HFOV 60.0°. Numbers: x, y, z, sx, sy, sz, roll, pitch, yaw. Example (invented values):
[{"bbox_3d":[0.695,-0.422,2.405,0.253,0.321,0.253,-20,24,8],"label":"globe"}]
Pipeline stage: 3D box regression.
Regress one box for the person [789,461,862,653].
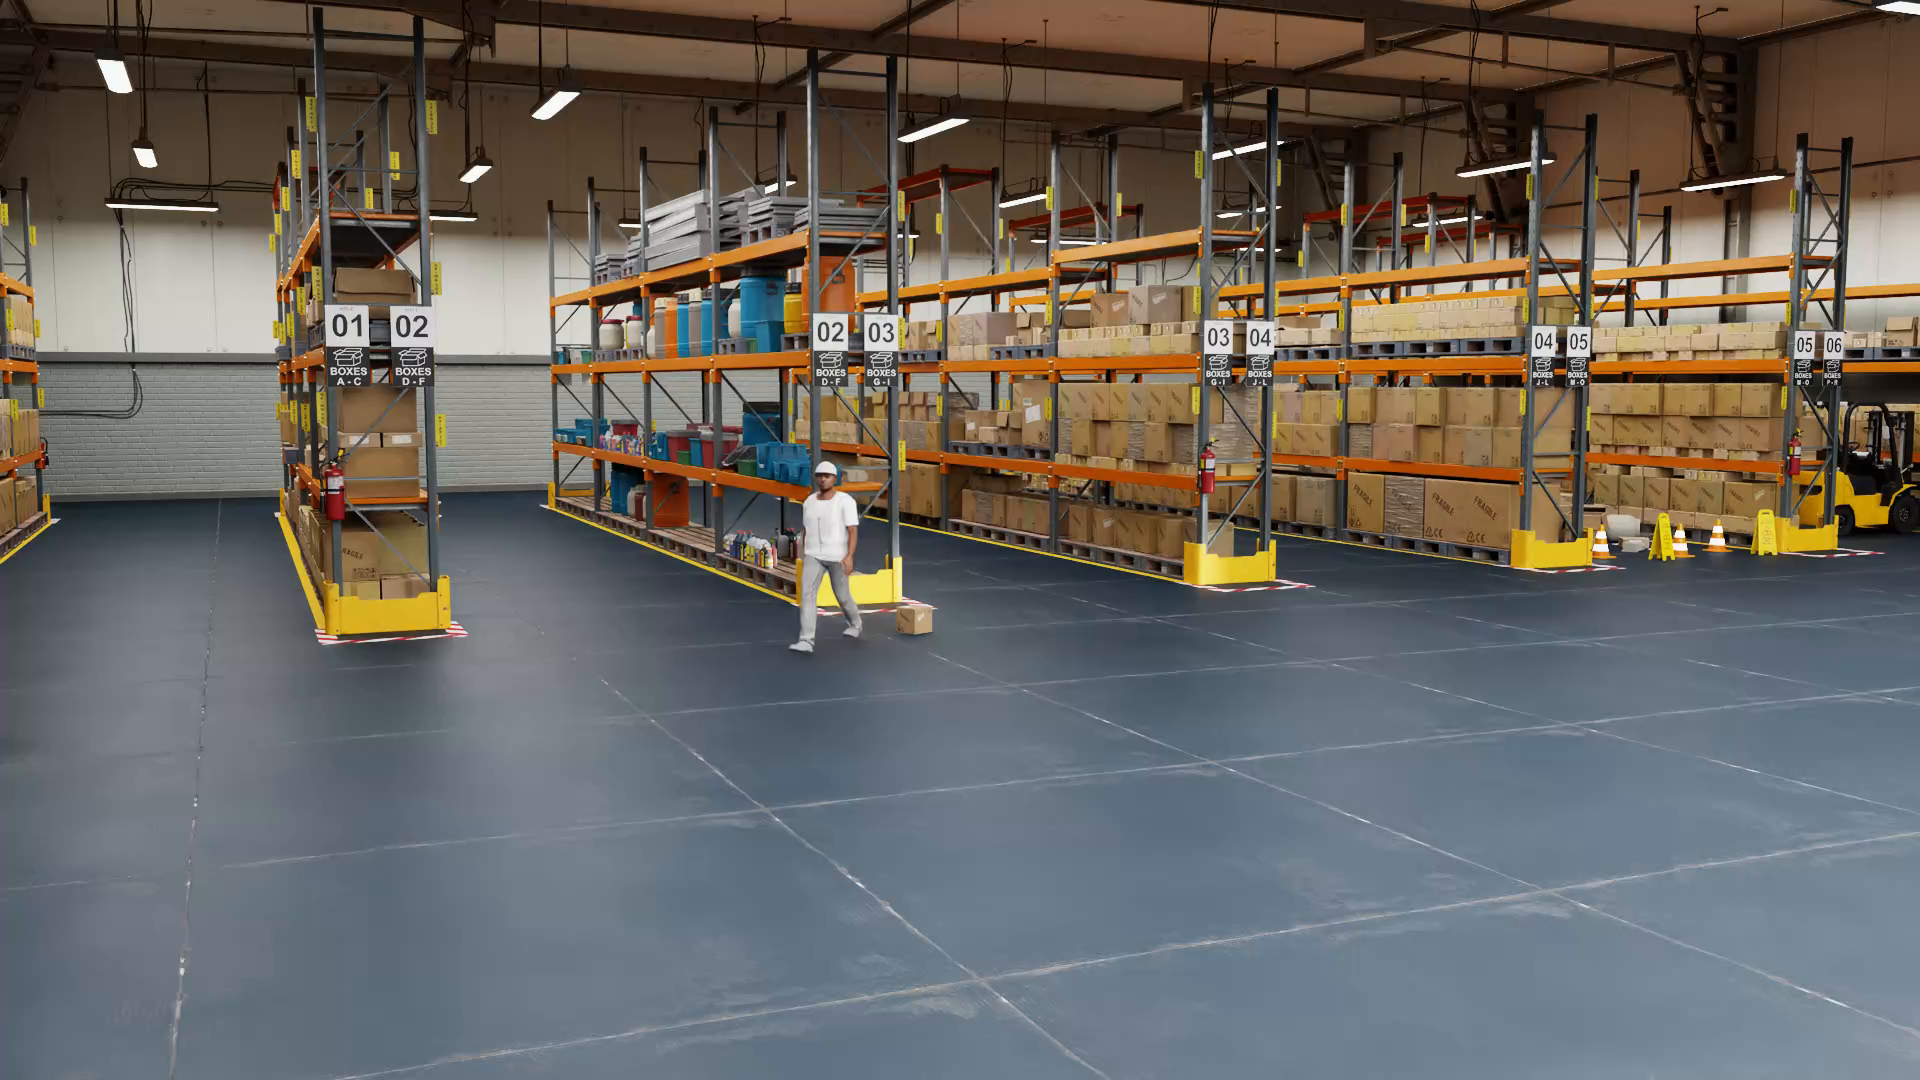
[{"bbox_3d":[-1.212,0.146,15.164,0.602,1.720,1.069,2,6,17],"label":"person"}]
